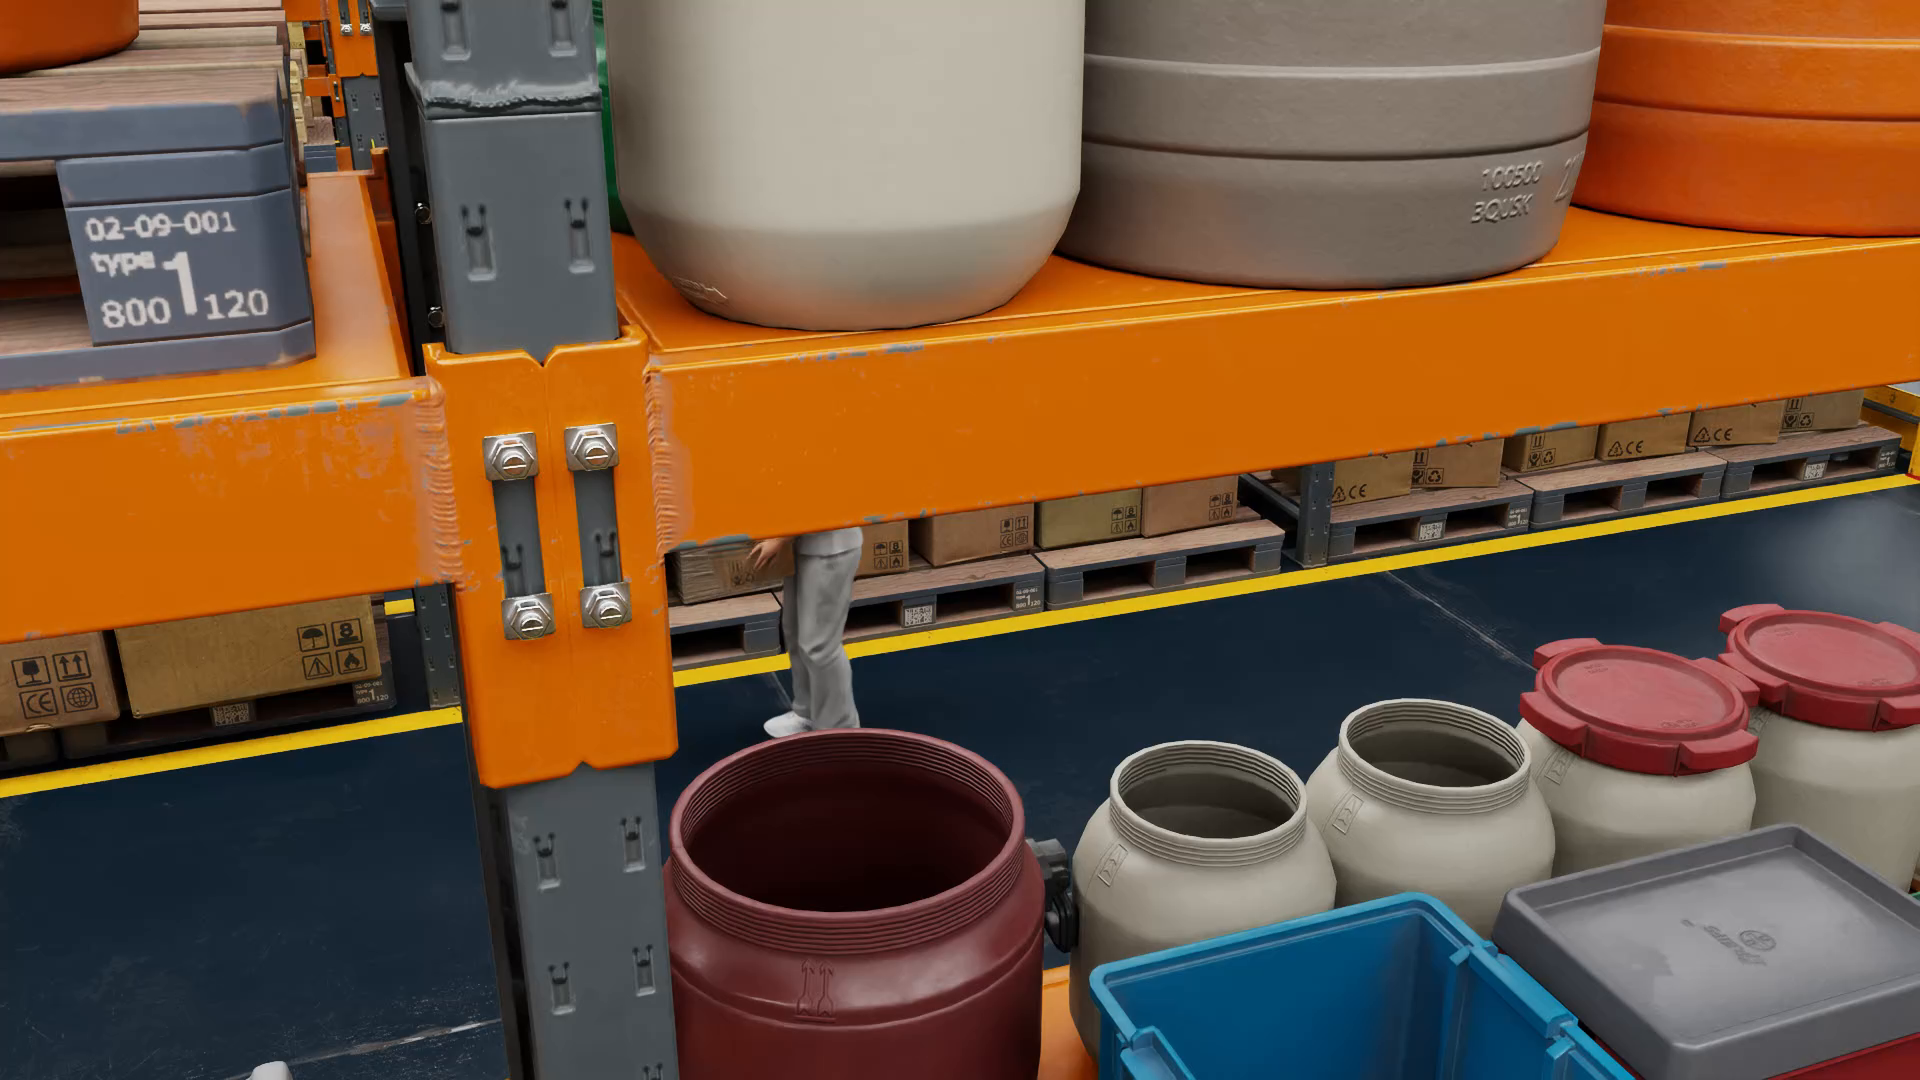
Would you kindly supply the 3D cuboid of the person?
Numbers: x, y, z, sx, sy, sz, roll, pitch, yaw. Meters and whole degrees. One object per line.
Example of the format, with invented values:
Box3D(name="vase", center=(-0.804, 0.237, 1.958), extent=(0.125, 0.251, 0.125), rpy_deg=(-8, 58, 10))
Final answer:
Box3D(name="person", center=(-0.561, 0.027, 6.028), extent=(0.475, 1.675, 0.464), rpy_deg=(-9, 24, -20))
